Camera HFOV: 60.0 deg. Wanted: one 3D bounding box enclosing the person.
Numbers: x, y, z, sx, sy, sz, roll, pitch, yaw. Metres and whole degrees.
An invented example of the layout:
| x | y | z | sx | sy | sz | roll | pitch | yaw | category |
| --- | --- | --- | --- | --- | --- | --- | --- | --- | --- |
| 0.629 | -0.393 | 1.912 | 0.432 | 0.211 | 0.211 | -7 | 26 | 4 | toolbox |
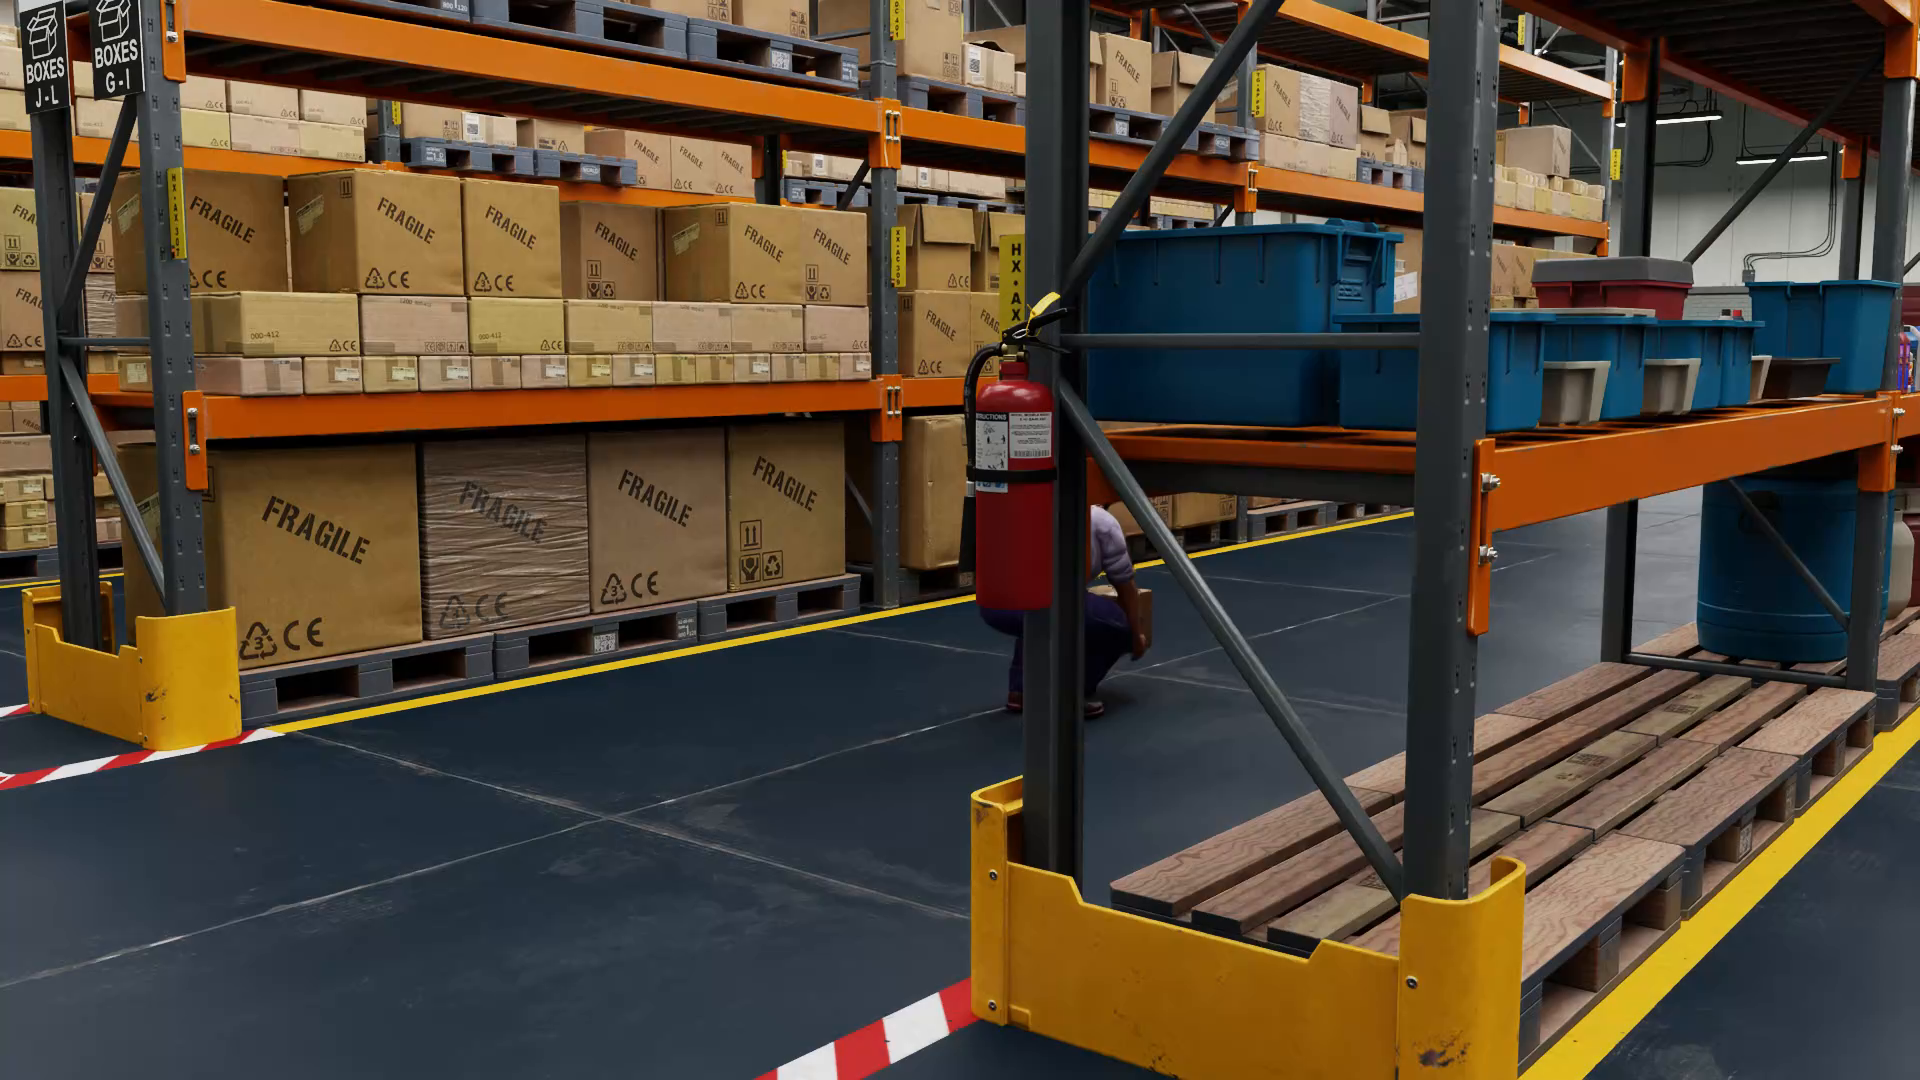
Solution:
| x | y | z | sx | sy | sz | roll | pitch | yaw | category |
| --- | --- | --- | --- | --- | --- | --- | --- | --- | --- |
| 0.421 | 0.229 | 6.851 | 0.526 | 0.953 | 0.829 | 5 | 9 | 38 | person |
